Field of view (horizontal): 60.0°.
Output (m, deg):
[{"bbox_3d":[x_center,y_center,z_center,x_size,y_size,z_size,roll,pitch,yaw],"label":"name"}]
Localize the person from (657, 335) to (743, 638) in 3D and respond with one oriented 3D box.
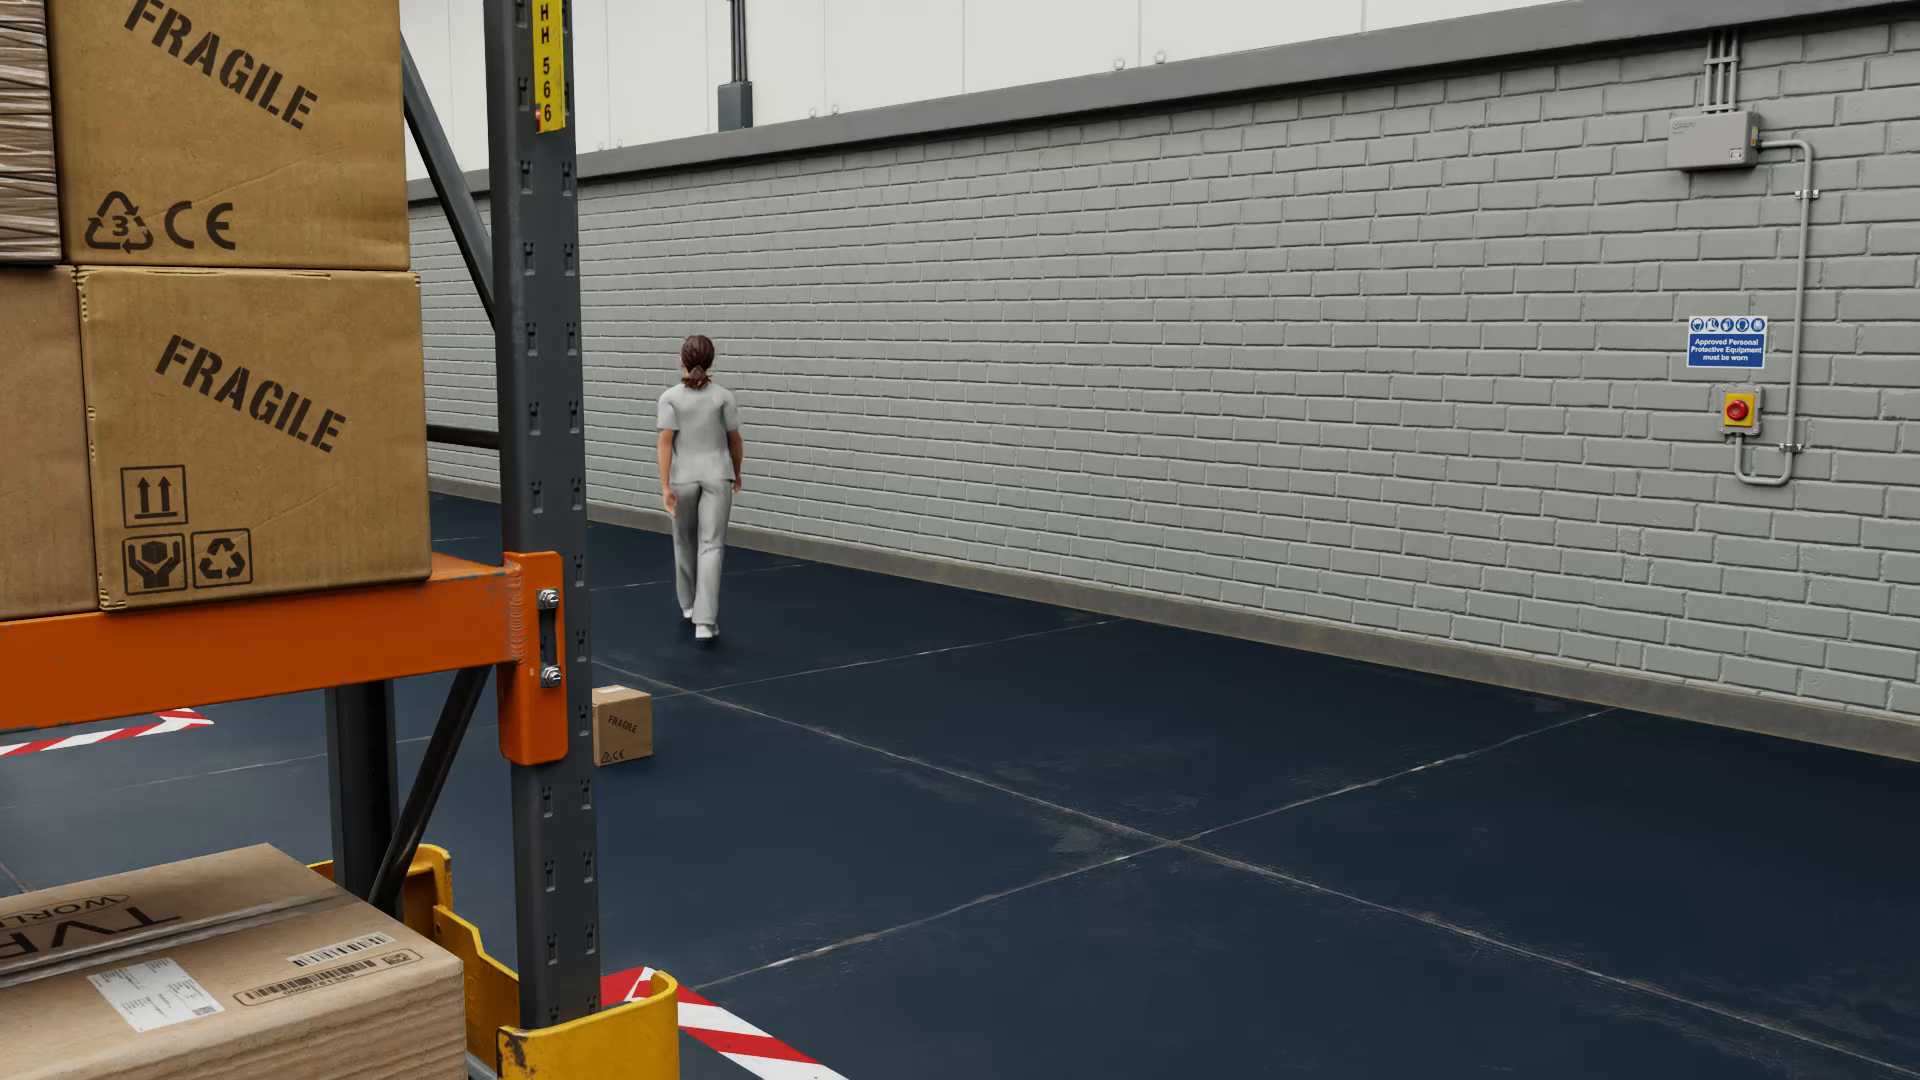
[{"bbox_3d":[-1.414,-0.319,9.155,0.444,1.612,0.983,0,7,-3],"label":"person"}]
